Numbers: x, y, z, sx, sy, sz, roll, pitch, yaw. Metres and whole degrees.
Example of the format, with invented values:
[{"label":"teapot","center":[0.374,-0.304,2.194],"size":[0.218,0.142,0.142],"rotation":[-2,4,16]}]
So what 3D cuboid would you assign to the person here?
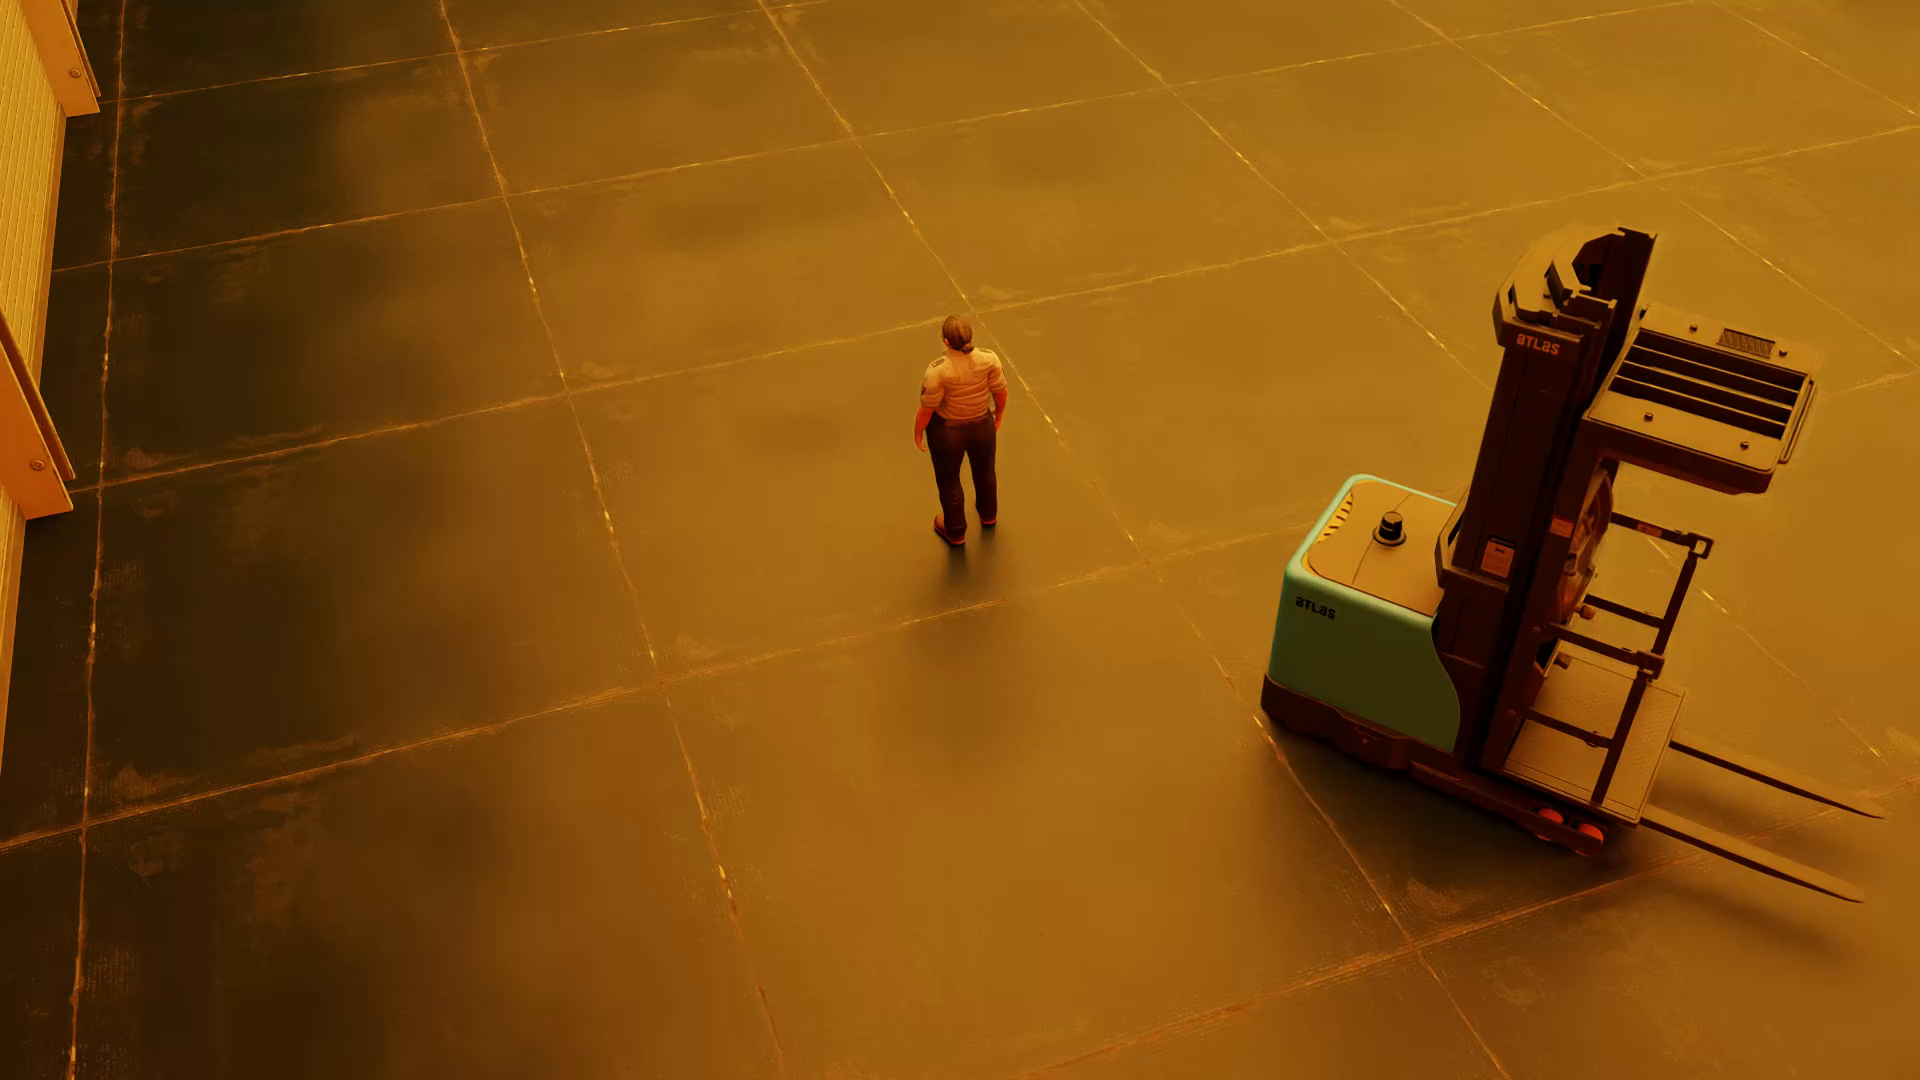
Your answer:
[{"label":"person","center":[-0.009,-0.696,9.811],"size":[0.598,1.651,0.503],"rotation":[-13,42,-15]}]

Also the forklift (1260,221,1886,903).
[{"label":"forklift","center":[3.167,0.077,7.905],"size":[3.031,2.935,1.130],"rotation":[21,45,24]}]
